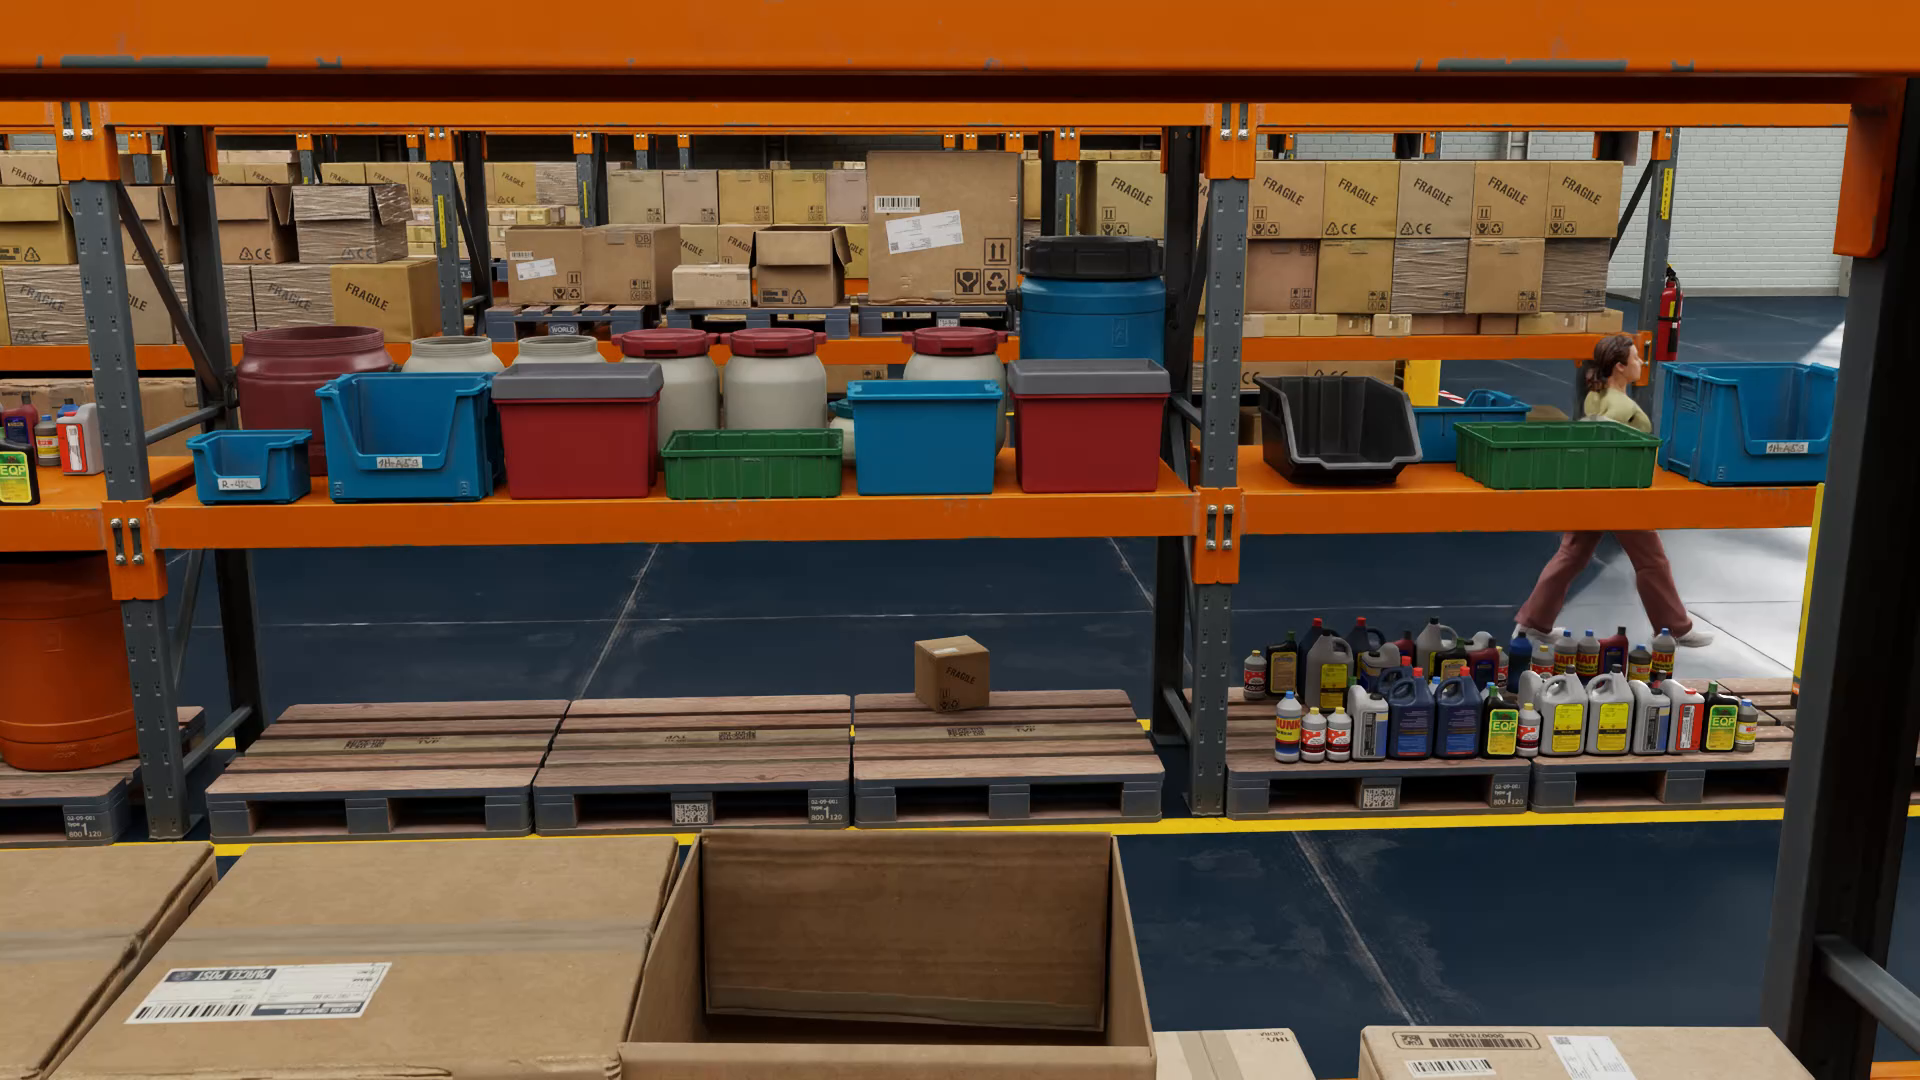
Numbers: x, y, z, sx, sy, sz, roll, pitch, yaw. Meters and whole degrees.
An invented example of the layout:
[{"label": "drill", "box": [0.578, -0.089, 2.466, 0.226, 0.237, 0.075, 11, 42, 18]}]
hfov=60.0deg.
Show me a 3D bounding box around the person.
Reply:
[{"label": "person", "box": [3.376, -0.243, 8.469, 1.024, 1.609, 0.453, -1, 14, -5]}]
